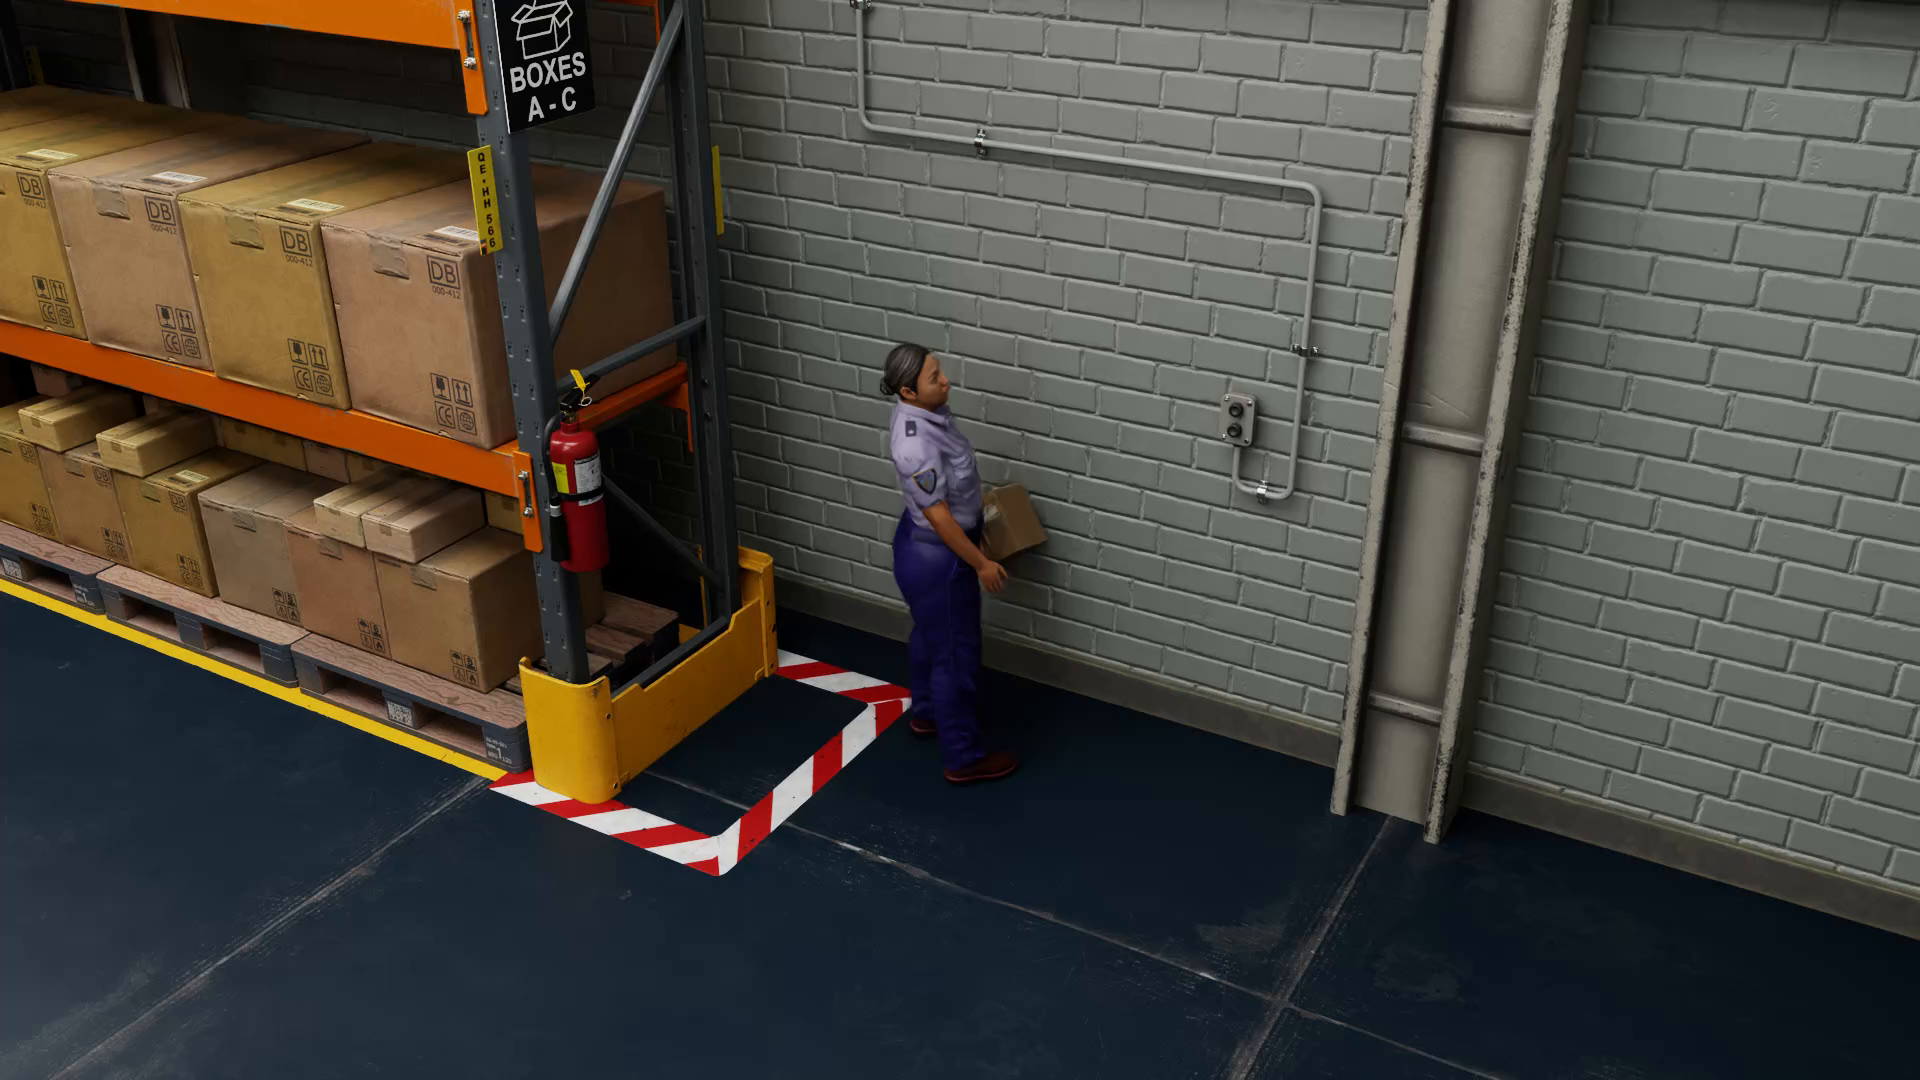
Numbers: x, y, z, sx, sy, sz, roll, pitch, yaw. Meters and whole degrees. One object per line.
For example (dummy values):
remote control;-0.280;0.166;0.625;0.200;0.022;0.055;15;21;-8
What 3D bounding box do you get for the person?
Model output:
person;-0.031;0.072;5.987;0.489;1.652;0.507;-1;27;-2
